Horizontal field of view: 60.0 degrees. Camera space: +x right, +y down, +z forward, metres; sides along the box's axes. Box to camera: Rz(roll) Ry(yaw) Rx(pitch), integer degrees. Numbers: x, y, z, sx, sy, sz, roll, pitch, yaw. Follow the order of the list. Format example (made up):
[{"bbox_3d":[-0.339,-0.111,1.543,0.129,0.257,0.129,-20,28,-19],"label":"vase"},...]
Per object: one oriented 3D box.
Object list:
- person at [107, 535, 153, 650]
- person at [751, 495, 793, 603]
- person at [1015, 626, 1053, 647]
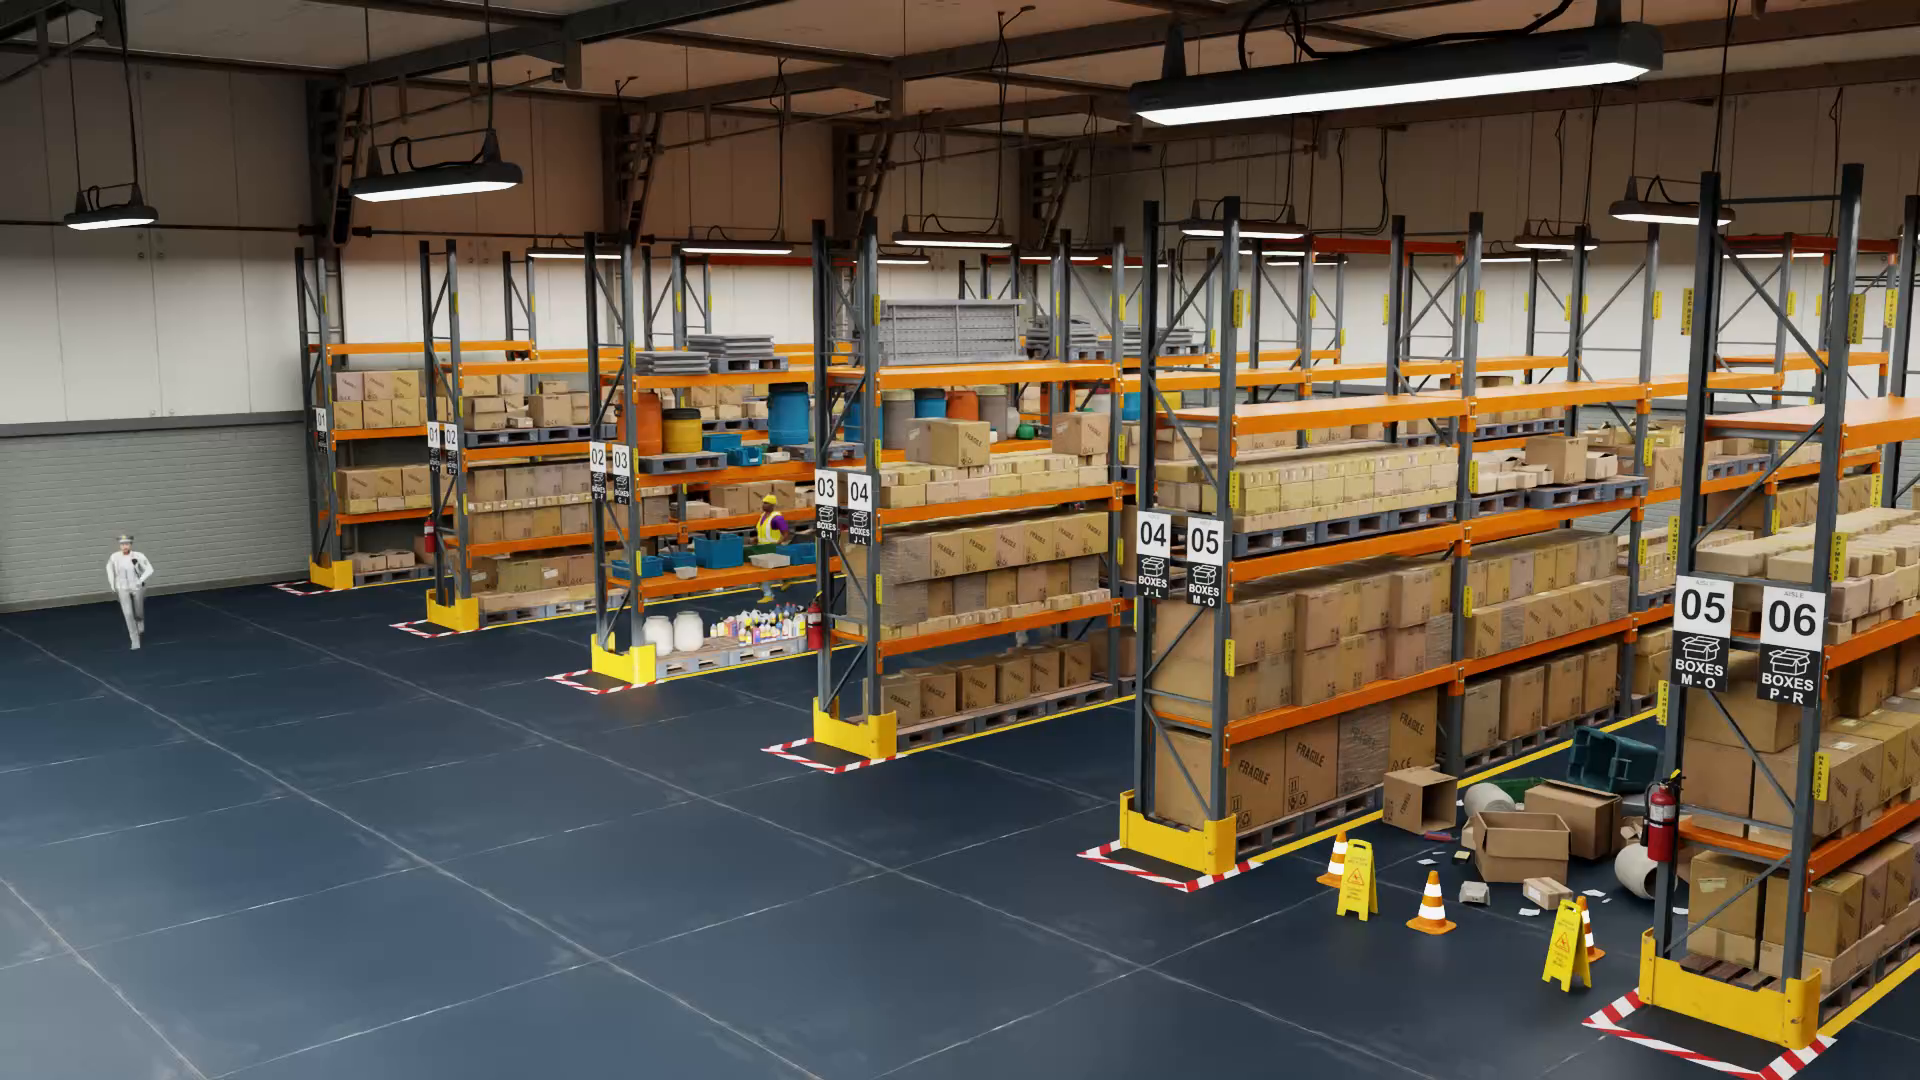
[{"bbox_3d":[-12.323,0.733,24.712,0.639,1.686,0.894,-3,9,-19],"label":"person"},{"bbox_3d":[-3.012,0.133,26.596,0.598,1.738,0.692,-7,11,-40],"label":"person"},{"bbox_3d":[0.972,0.712,23.031,0.692,1.652,0.591,-8,12,-43],"label":"person"}]
